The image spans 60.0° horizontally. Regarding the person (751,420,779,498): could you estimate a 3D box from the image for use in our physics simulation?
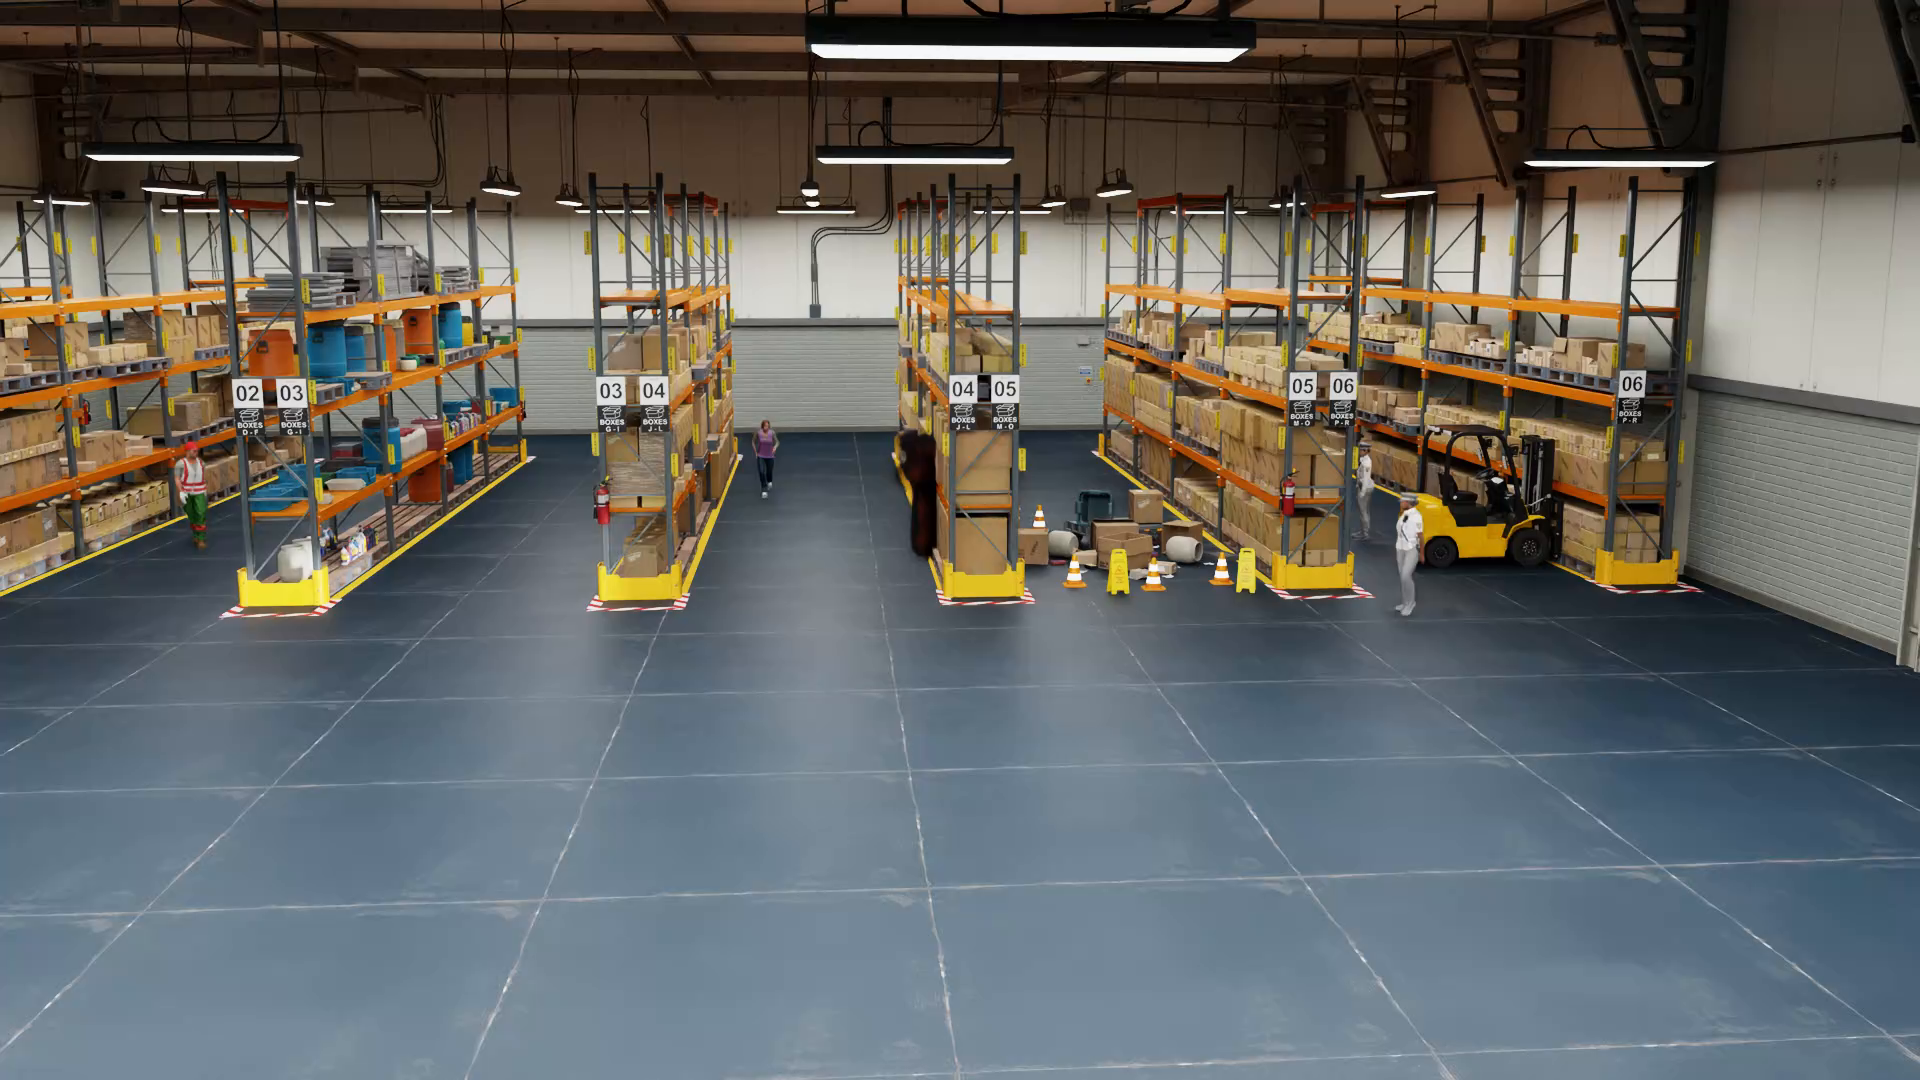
[{"bbox_3d":[-3.946,-1.668,33.746,0.568,1.582,0.648,-1,10,-4],"label":"person"}]

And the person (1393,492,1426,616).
[{"bbox_3d":[6.158,0.195,22.875,0.459,1.713,0.506,-7,12,-35],"label":"person"}]

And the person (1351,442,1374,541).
[{"bbox_3d":[6.982,-0.842,28.792,0.394,1.704,0.545,5,11,26],"label":"person"}]

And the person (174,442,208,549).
[{"bbox_3d":[-12.852,-0.767,27.813,0.486,1.739,0.942,-2,10,-14],"label":"person"}]
